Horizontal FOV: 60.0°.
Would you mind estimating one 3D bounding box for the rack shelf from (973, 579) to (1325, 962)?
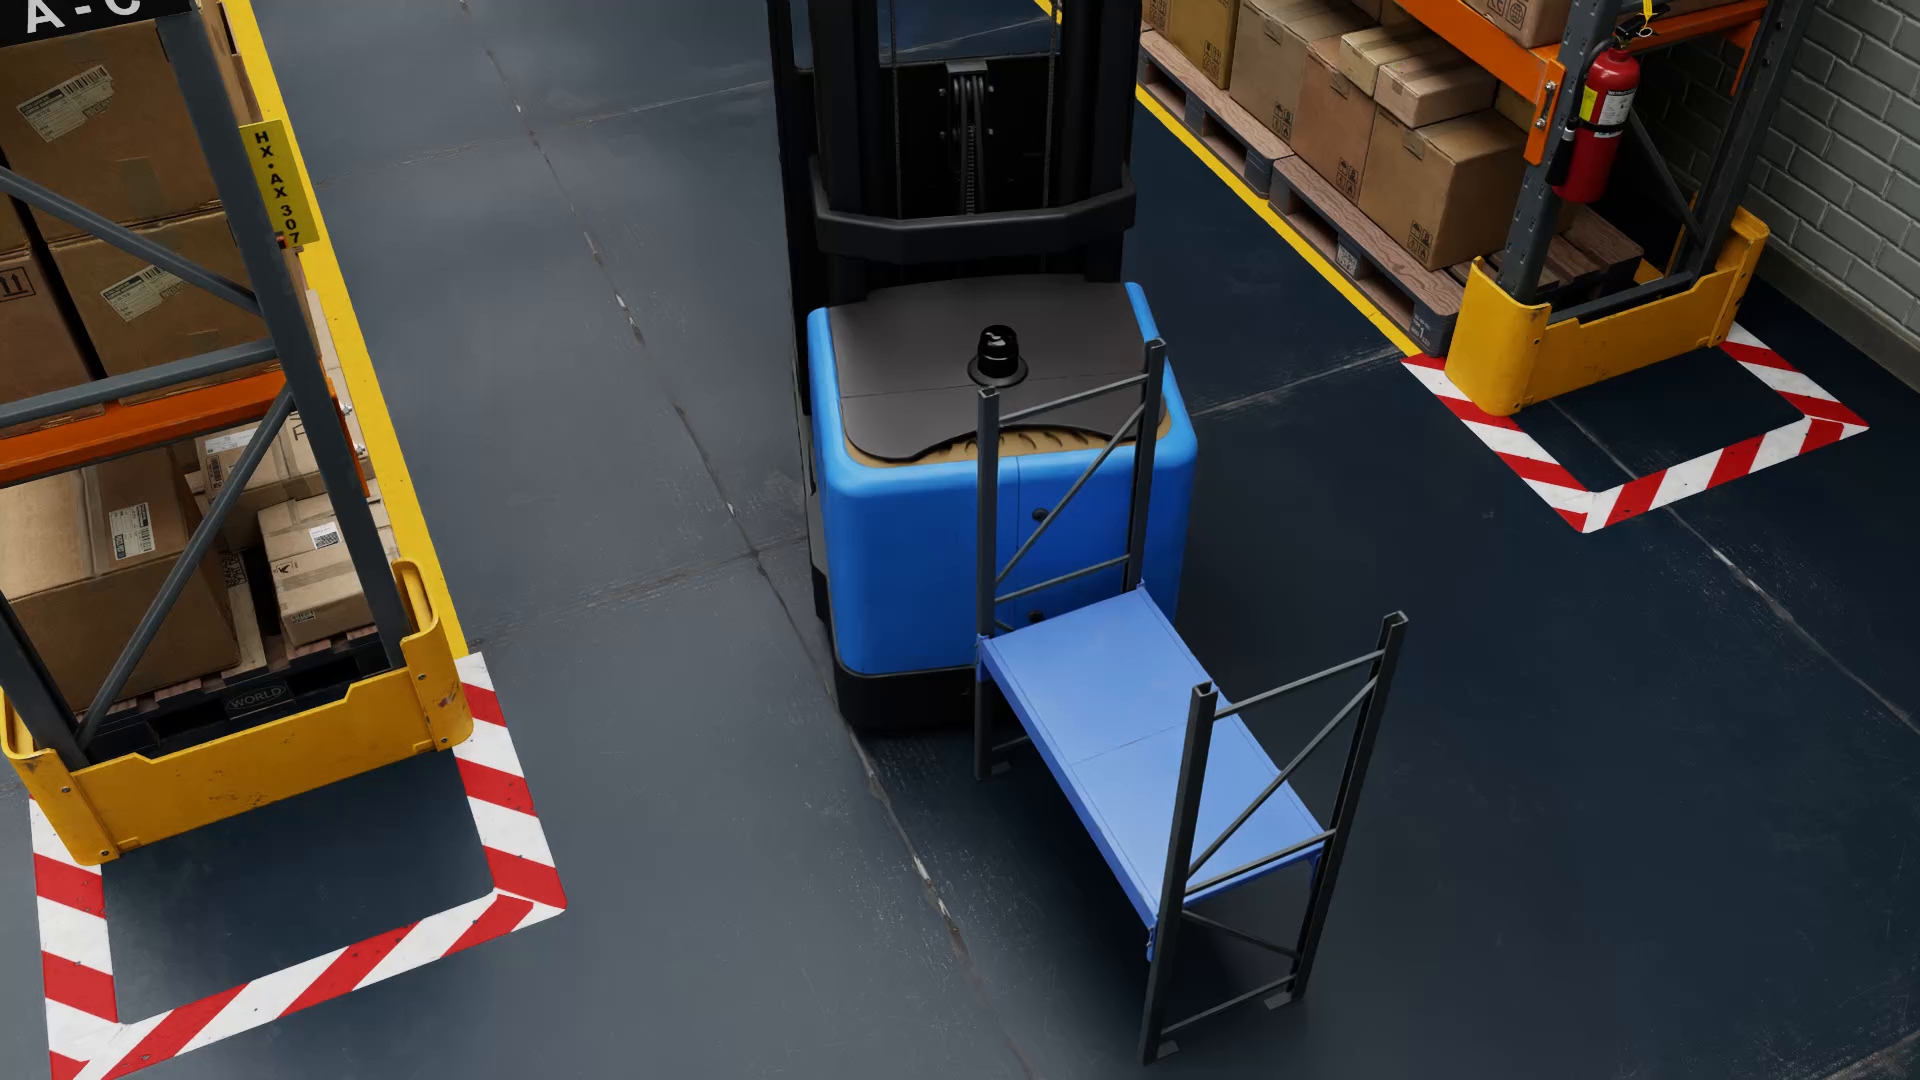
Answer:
[{"bbox_3d":[0.487,0.566,4.364,0.538,0.185,1.000,-18,47,-17],"label":"rack shelf"}]

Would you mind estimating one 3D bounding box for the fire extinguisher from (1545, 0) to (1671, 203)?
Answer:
[{"bbox_3d":[2.080,-1.418,5.372,0.296,0.674,0.183,-18,47,-17],"label":"fire extinguisher"}]

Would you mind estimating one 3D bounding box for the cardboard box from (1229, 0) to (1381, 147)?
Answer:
[{"bbox_3d":[1.628,-2.126,7.250,0.700,0.500,0.500,-19,48,-19],"label":"cardboard box"}]

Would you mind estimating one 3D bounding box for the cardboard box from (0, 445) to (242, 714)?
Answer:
[{"bbox_3d":[-2.510,0.114,4.965,0.500,0.500,0.500,-18,47,-17],"label":"cardboard box"}]

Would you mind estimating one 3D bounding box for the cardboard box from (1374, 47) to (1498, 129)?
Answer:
[{"bbox_3d":[1.831,-1.746,6.402,0.380,0.149,0.250,-19,48,-18],"label":"cardboard box"}]

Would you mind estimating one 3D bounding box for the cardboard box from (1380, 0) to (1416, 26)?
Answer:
[{"bbox_3d":[1.966,-2.179,6.842,0.380,0.149,0.250,-18,47,-17],"label":"cardboard box"}]

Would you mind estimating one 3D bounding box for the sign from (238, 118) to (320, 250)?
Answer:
[{"bbox_3d":[-1.565,-0.814,3.823,0.100,0.325,0.005,-18,47,-17],"label":"sign"}]

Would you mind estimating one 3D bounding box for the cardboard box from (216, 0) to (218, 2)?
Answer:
[{"bbox_3d":[-3.722,-2.541,7.656,0.500,0.500,0.500,-20,48,-19],"label":"cardboard box"}]

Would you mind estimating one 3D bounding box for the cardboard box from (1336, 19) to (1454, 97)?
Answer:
[{"bbox_3d":[1.723,-1.908,6.567,0.380,0.149,0.250,-17,47,-16],"label":"cardboard box"}]

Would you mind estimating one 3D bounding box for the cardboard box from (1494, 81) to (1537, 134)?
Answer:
[{"bbox_3d":[2.284,-1.697,6.353,0.380,0.149,0.250,-18,47,-17],"label":"cardboard box"}]

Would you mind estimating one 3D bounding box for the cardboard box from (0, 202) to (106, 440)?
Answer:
[{"bbox_3d":[-2.493,-0.586,4.137,0.500,0.500,0.500,-17,47,-16],"label":"cardboard box"}]

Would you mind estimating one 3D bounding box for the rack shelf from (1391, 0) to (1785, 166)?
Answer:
[{"bbox_3d":[1.594,-2.829,6.994,1.077,0.370,4.000,-18,47,-17],"label":"rack shelf"}]

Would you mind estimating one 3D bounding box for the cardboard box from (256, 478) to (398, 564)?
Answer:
[{"bbox_3d":[-2.027,-0.021,5.340,0.380,0.166,0.250,-18,47,-17],"label":"cardboard box"}]

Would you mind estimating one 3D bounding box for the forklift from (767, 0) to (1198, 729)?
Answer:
[{"bbox_3d":[-0.047,-1.510,5.194,1.130,2.935,3.031,-6,45,-6],"label":"forklift"}]

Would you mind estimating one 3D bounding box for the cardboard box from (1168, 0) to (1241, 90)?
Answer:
[{"bbox_3d":[1.397,-2.463,7.592,0.700,0.500,0.500,-17,47,-16],"label":"cardboard box"}]

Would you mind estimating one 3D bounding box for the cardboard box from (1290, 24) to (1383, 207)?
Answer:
[{"bbox_3d":[1.840,-1.806,6.925,0.700,0.500,0.500,-18,47,-18],"label":"cardboard box"}]

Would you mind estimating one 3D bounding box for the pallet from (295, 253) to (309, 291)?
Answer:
[{"bbox_3d":[-2.935,-0.685,6.294,1.003,0.211,1.213,-18,47,-17],"label":"pallet"}]

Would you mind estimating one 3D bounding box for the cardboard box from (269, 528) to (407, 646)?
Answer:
[{"bbox_3d":[-1.922,0.145,5.184,0.380,0.149,0.250,-18,47,-17],"label":"cardboard box"}]

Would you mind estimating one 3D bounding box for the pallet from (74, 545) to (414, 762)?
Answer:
[{"bbox_3d":[-2.426,0.091,5.507,1.003,0.211,1.213,-18,47,-17],"label":"pallet"}]

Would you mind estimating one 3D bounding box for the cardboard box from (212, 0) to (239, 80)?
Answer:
[{"bbox_3d":[-2.644,-1.708,5.274,0.500,0.500,0.500,-17,47,-17],"label":"cardboard box"}]

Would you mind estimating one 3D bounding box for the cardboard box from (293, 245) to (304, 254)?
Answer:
[{"bbox_3d":[-2.927,-1.336,6.570,0.500,0.311,0.500,-18,47,-17],"label":"cardboard box"}]

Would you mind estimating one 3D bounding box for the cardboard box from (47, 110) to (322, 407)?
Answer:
[{"bbox_3d":[-2.005,-0.741,4.295,0.500,0.500,0.500,-17,47,-17],"label":"cardboard box"}]

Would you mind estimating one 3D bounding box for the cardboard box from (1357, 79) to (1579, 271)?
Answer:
[{"bbox_3d":[2.050,-1.487,6.602,0.700,0.500,0.500,-18,47,-17],"label":"cardboard box"}]

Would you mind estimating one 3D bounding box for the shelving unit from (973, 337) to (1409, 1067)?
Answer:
[{"bbox_3d":[0.487,0.438,4.238,0.538,1.500,1.048,-18,47,-17],"label":"shelving unit"}]

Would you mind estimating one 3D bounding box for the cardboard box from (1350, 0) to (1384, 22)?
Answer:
[{"bbox_3d":[1.858,-2.341,7.006,0.380,0.149,0.250,-17,47,-17],"label":"cardboard box"}]

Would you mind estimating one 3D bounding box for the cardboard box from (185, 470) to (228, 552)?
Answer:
[{"bbox_3d":[-2.598,-0.052,5.371,0.380,0.166,0.250,-18,47,-17],"label":"cardboard box"}]

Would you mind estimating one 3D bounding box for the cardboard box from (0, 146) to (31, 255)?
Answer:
[{"bbox_3d":[-2.494,-0.939,3.783,0.500,0.500,0.500,-18,48,-18],"label":"cardboard box"}]

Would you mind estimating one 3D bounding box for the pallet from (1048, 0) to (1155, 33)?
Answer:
[{"bbox_3d":[1.002,-2.859,8.497,1.003,0.211,1.213,-18,47,-17],"label":"pallet"}]

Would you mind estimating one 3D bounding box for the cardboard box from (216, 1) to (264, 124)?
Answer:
[{"bbox_3d":[-3.242,-1.882,6.988,0.500,0.500,0.500,-18,47,-17],"label":"cardboard box"}]

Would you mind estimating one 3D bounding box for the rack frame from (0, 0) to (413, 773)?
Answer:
[{"bbox_3d":[-2.057,-0.345,3.964,1.000,3.000,0.127,-18,47,-17],"label":"rack frame"}]

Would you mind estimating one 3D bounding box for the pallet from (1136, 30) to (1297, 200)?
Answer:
[{"bbox_3d":[1.519,-2.081,7.708,1.003,0.211,1.213,-18,47,-17],"label":"pallet"}]

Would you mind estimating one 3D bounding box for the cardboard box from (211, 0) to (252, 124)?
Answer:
[{"bbox_3d":[-2.435,-1.389,4.951,0.500,0.500,0.500,-18,47,-18],"label":"cardboard box"}]

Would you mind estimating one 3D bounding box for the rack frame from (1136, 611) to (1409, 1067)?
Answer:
[{"bbox_3d":[0.698,0.763,3.909,0.500,1.500,0.032,-18,47,-17],"label":"rack frame"}]

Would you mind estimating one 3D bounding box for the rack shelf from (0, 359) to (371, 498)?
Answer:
[{"bbox_3d":[-2.898,-1.364,5.509,1.077,0.370,4.000,-18,47,-17],"label":"rack shelf"}]

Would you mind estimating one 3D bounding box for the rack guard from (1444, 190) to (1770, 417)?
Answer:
[{"bbox_3d":[2.446,-0.905,6.312,1.175,0.500,0.348,-18,47,-17],"label":"rack guard"}]

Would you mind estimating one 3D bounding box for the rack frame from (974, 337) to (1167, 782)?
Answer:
[{"bbox_3d":[0.277,0.113,4.568,0.500,1.500,0.032,-18,47,-17],"label":"rack frame"}]

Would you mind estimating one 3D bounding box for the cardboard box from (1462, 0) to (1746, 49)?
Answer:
[{"bbox_3d":[2.212,-2.239,5.670,0.980,0.700,0.700,-16,47,-16],"label":"cardboard box"}]

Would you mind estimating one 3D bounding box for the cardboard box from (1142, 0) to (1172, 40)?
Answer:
[{"bbox_3d":[1.183,-2.791,7.924,0.700,0.500,0.500,-18,48,-18],"label":"cardboard box"}]

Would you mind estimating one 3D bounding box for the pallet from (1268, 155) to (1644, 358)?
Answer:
[{"bbox_3d":[2.028,-1.304,6.922,1.003,0.211,1.213,-18,47,-17],"label":"pallet"}]

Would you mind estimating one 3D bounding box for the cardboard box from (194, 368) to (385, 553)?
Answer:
[{"bbox_3d":[-2.239,-0.272,5.534,0.500,0.250,0.500,-18,47,-17],"label":"cardboard box"}]

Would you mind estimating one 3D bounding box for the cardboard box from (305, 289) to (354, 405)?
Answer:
[{"bbox_3d":[-2.449,-0.591,5.857,0.500,0.250,0.500,-18,47,-17],"label":"cardboard box"}]

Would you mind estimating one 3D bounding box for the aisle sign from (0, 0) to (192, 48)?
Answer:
[{"bbox_3d":[-1.762,-1.314,3.095,0.394,0.787,0.004,-18,47,-17],"label":"aisle sign"}]

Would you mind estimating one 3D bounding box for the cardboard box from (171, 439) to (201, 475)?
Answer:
[{"bbox_3d":[-2.882,-0.411,5.675,0.500,0.250,0.500,-18,47,-17],"label":"cardboard box"}]

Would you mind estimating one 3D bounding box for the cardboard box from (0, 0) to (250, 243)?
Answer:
[{"bbox_3d":[-2.005,-1.097,3.943,0.500,0.500,0.500,-17,47,-16],"label":"cardboard box"}]

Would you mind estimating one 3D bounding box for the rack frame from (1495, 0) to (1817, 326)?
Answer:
[{"bbox_3d":[2.435,-1.810,5.449,1.000,3.000,0.127,-18,47,-17],"label":"rack frame"}]

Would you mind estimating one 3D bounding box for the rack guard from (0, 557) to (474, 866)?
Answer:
[{"bbox_3d":[-2.089,0.496,4.891,1.175,0.500,0.348,-18,47,-17],"label":"rack guard"}]
